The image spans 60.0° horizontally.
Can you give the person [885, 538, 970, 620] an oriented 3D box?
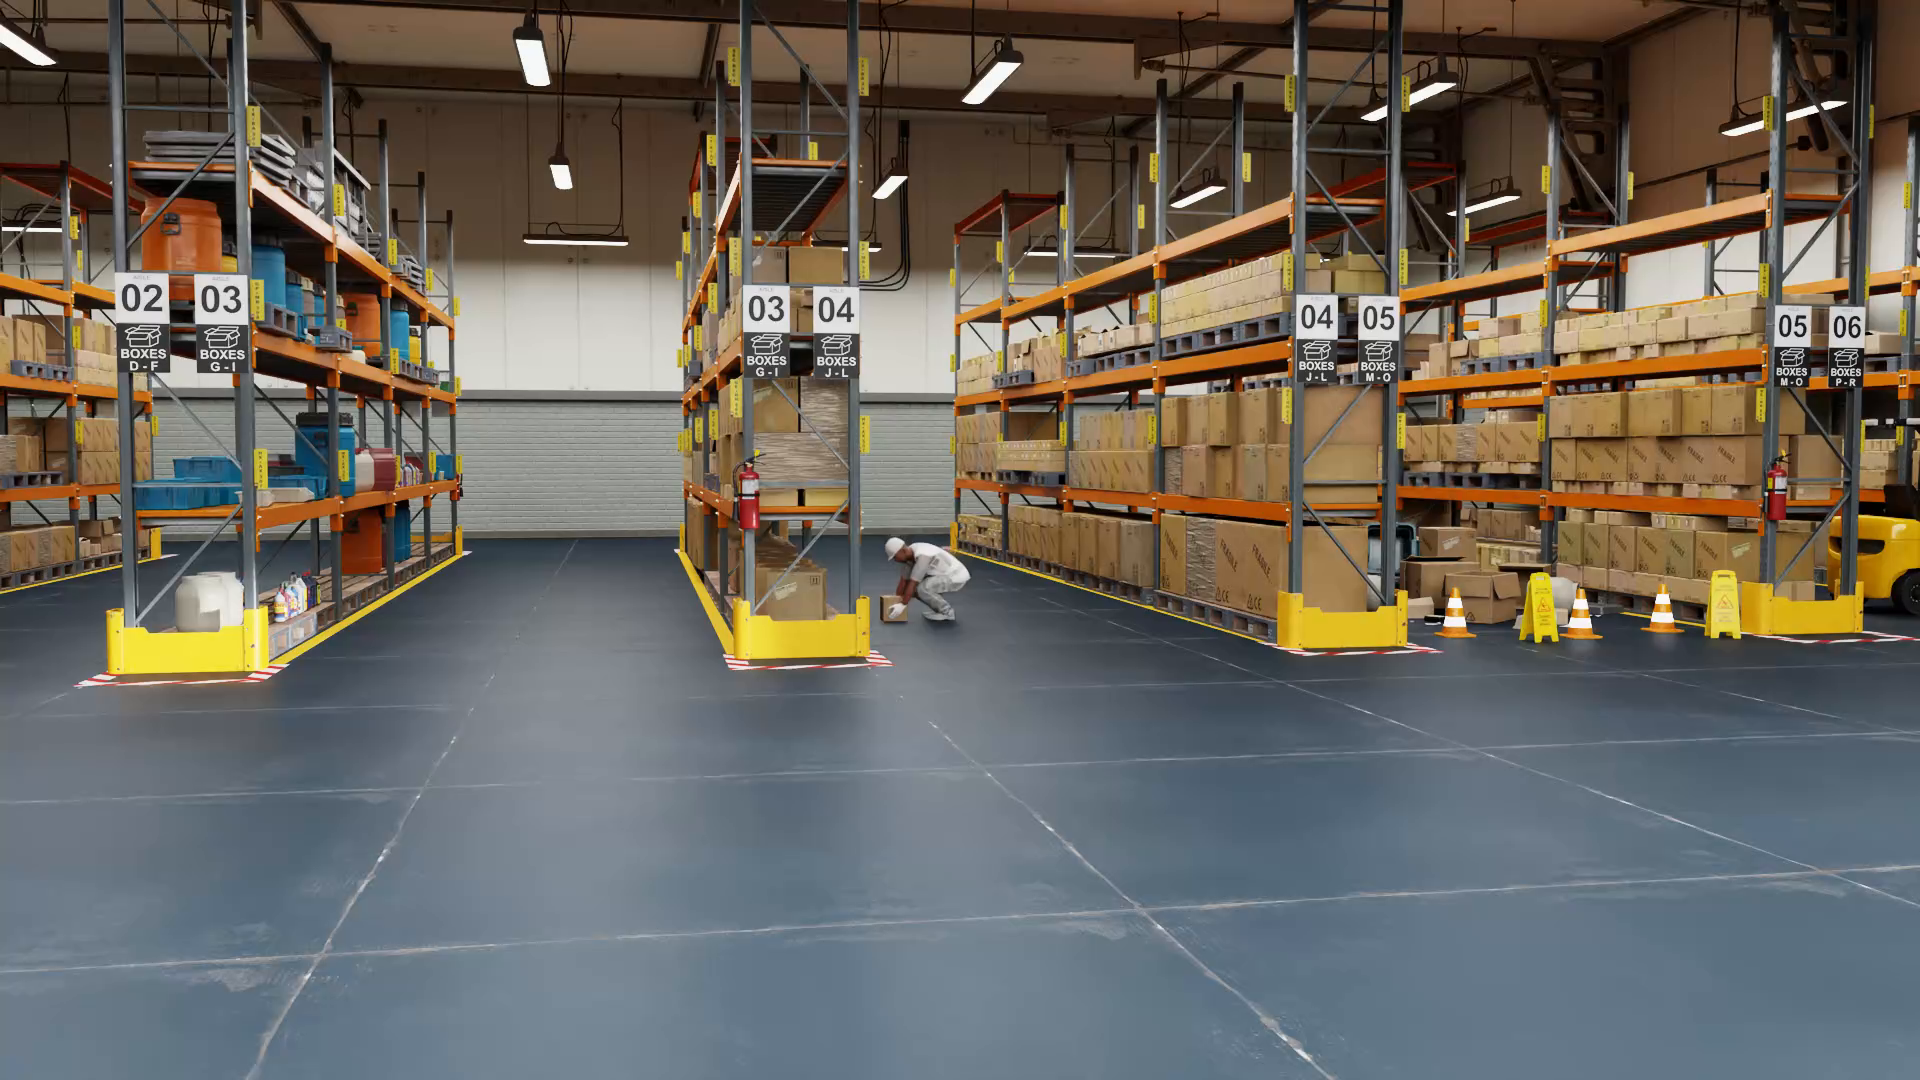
[{"bbox_3d":[-0.354,0.411,17.673,0.911,0.885,0.578,-1,3,-11],"label":"person"}]
